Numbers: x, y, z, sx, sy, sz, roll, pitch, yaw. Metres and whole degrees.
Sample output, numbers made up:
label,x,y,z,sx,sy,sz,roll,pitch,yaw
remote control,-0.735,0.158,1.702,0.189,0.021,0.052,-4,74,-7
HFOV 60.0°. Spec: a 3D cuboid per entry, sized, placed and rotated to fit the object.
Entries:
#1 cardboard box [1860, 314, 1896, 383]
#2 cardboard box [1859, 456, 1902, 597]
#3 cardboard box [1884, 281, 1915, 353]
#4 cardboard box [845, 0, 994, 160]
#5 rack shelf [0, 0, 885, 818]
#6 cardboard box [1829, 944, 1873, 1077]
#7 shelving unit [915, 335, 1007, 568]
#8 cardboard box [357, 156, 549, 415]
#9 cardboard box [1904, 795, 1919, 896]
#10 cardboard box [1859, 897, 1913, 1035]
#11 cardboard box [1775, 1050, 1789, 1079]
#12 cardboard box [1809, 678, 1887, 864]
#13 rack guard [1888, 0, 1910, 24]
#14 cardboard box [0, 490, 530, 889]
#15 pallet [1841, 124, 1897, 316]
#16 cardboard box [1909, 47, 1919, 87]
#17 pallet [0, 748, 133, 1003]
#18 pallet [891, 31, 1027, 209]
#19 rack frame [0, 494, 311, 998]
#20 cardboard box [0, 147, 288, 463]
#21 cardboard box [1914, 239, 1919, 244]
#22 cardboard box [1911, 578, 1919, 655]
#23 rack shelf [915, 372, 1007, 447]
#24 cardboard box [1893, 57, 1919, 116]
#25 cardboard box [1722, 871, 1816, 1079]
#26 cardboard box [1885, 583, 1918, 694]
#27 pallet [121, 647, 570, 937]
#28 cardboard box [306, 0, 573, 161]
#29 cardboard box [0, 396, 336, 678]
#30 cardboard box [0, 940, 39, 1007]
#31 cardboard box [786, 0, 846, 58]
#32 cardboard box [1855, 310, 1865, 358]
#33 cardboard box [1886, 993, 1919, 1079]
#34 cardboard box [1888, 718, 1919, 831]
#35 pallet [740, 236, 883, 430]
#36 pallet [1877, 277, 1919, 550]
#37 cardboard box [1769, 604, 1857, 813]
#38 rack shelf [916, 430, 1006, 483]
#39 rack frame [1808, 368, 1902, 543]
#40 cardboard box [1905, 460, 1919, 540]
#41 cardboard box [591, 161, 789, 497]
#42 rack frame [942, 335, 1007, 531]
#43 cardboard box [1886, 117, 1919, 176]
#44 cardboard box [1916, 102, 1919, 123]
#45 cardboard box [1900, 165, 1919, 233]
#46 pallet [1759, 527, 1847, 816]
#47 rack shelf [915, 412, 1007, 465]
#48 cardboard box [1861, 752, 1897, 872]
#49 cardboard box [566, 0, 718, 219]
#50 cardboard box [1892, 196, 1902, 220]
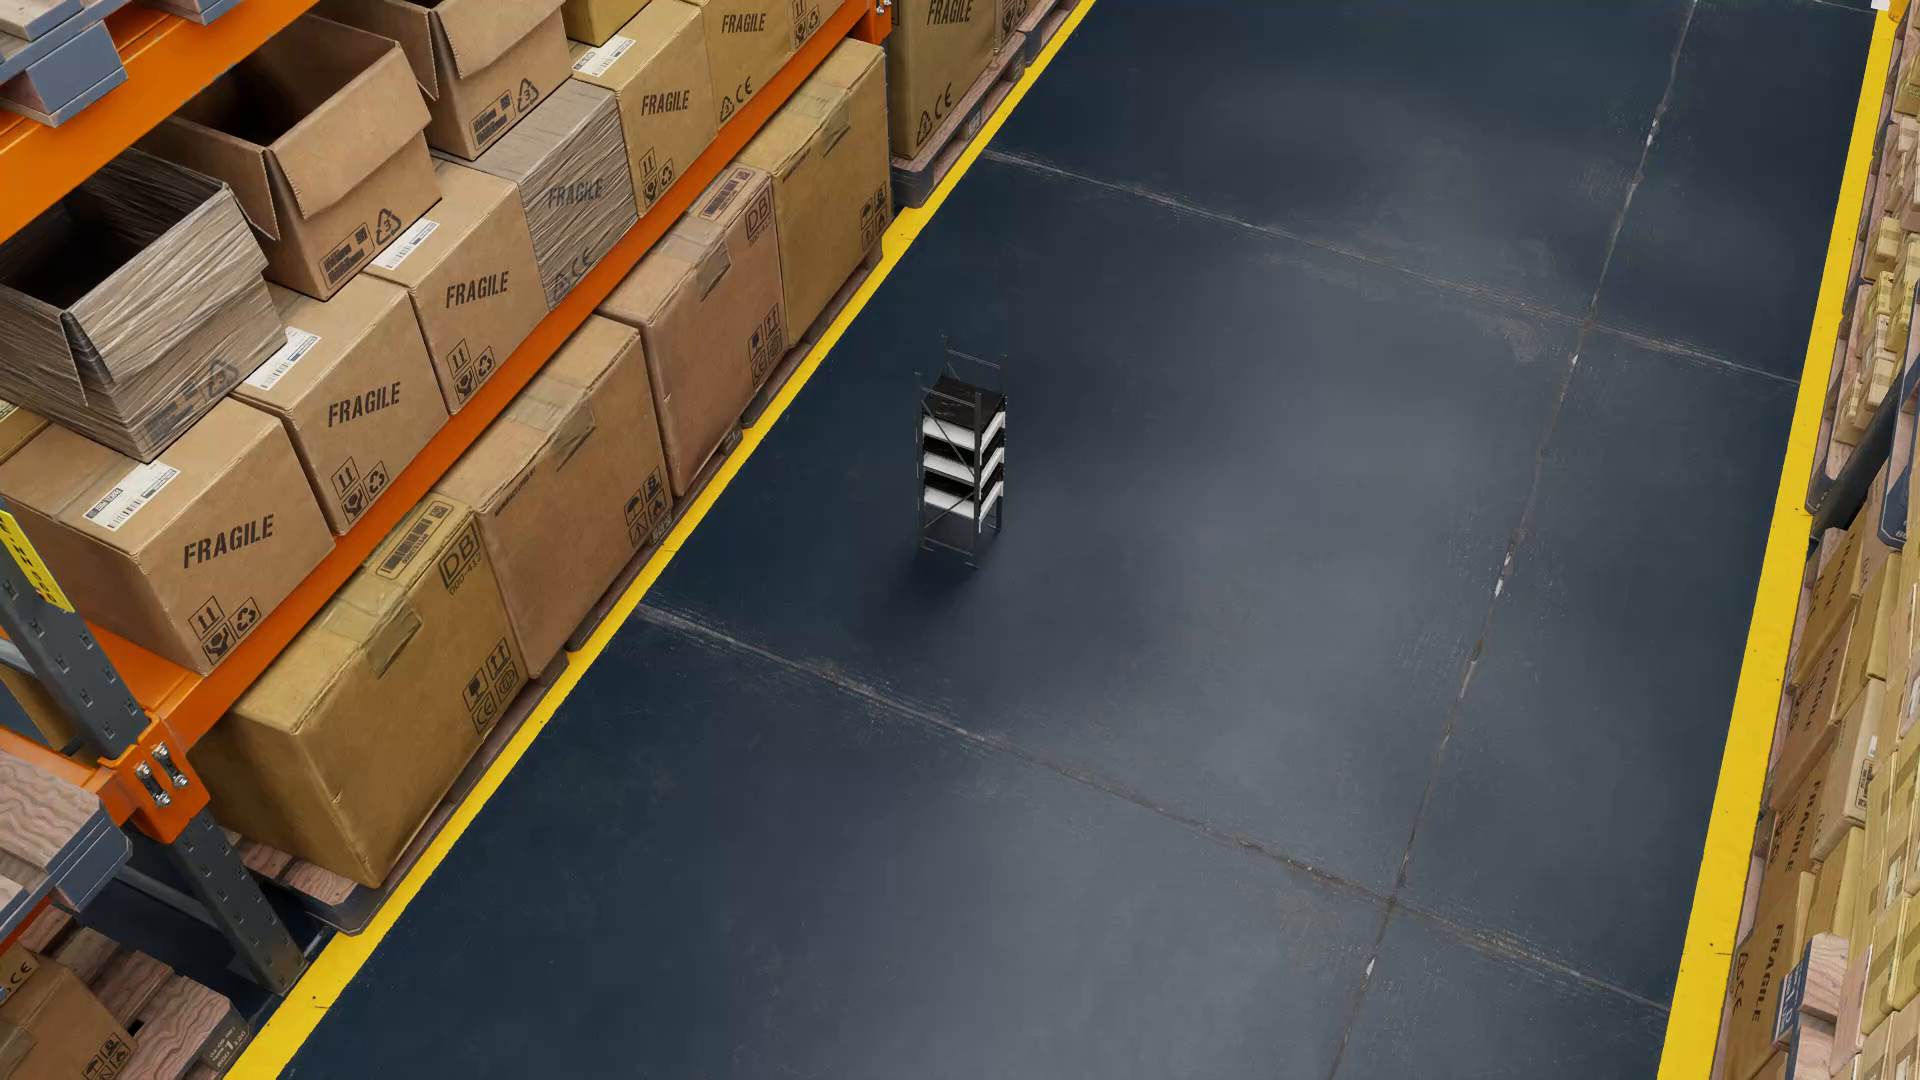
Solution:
label,x,y,z,sx,sy,sz,roll,pitch,yaw
cardboard box,3.619,-0.672,6.253,0.380,0.149,0.250,18,52,14
cardboard box,3.113,0.001,5.153,0.500,0.250,0.500,18,52,15
cardboard box,3.658,-0.776,6.147,0.380,0.149,0.250,20,53,17
cardboard box,-0.419,-2.412,7.452,0.875,0.875,0.875,20,52,16
rack shelf,-1.628,-0.926,5.541,1.077,0.370,4.000,20,52,16
cardboard box,1.971,1.010,3.310,0.380,0.149,0.250,21,53,17
shelving unit,0.003,-0.297,5.912,0.258,0.900,0.210,20,52,16
cardboard box,-1.595,-0.770,4.870,0.500,0.500,0.500,19,52,15
cardboard box,2.086,0.630,3.243,0.380,0.149,0.250,21,53,17
cardboard box,1.981,0.896,3.212,0.380,0.149,0.250,21,53,17
cardboard box,2.220,1.425,3.941,0.500,0.250,0.500,20,53,17
cardboard box,2.666,0.718,4.542,0.500,0.250,0.500,22,53,17
rack guard,5.344,-2.745,8.257,1.175,0.500,0.348,20,52,16
cardboard box,-2.169,0.302,5.143,1.225,0.875,0.875,18,52,14
pallet,4.443,-1.266,7.189,1.003,0.211,1.213,20,52,16
cardboard box,4.520,-2.130,7.493,0.380,0.149,0.250,21,53,17
pallet,-2.691,0.806,3.721,1.213,0.211,1.003,20,52,16
pallet,-0.378,-2.131,7.924,1.003,0.211,1.213,20,52,16
rack frame,-2.482,0.218,4.095,1.000,3.000,0.127,20,52,16
cardboard box,-2.155,-0.637,4.099,0.797,0.503,0.637,21,53,17
cardboard box,3.914,-1.003,6.535,0.380,0.149,0.250,20,53,16
cardboard box,2.417,0.195,3.808,0.380,0.149,0.250,19,52,15
rack shelf,0.003,-0.451,5.732,0.258,0.077,0.200,20,52,16
cardboard box,4.517,-2.042,7.614,0.380,0.149,0.250,20,53,17
cardboard box,2.440,1.312,4.530,0.500,0.500,0.500,18,52,14
cardboard box,2.420,0.287,3.925,0.380,0.149,0.250,18,52,14
pallet,-2.077,0.603,5.598,1.003,0.211,1.213,20,52,16
cardboard box,-1.594,-1.549,4.874,0.797,0.503,0.637,21,53,17
cardboard box,-2.029,-0.060,4.266,0.500,0.500,0.500,21,53,17
cardboard box,-2.742,1.114,4.193,0.500,0.250,0.500,22,53,18
cardboard box,-0.726,-2.158,6.051,0.500,0.500,0.500,20,52,16
cardboard box,3.768,-0.801,6.558,0.380,0.149,0.250,18,52,15
cardboard box,1.863,0.995,2.932,0.380,0.149,0.250,19,52,16
cardboard box,2.197,0.553,3.504,0.380,0.149,0.250,19,52,16
pallet,-1.035,-1.077,7.028,1.003,0.211,1.213,20,52,16
pallet,3.210,-0.312,4.672,1.003,0.211,1.213,20,52,16
cardboard box,2.888,0.609,5.128,0.500,0.500,0.500,22,53,18
rack shelf,0.003,-0.334,5.869,0.258,0.077,0.200,20,52,16
rack frame,3.668,-0.853,5.006,1.000,3.000,0.127,20,52,16
cardboard box,2.644,-0.074,4.233,0.380,0.149,0.250,18,52,15
cardboard box,-1.410,-0.921,6.183,1.225,0.875,0.875,18,52,15
rack frame,0.047,-0.367,5.972,0.240,0.900,0.006,20,52,16
cardboard box,4.310,-1.692,7.317,0.380,0.149,0.250,17,52,14
cardboard box,4.301,-1.849,7.060,0.380,0.149,0.250,21,53,17
cardboard box,3.971,-1.320,6.609,0.380,0.149,0.250,17,52,14
pallet,3.337,0.587,5.612,1.003,0.211,1.213,20,52,16
rack shelf,0.003,-0.392,5.800,0.258,0.077,0.200,20,52,16
cardboard box,2.195,0.654,3.613,0.380,0.149,0.250,18,52,15
cardboard box,-1.161,-1.457,5.455,0.500,0.500,0.500,19,52,16
cardboard box,4.142,-1.316,6.997,0.380,0.149,0.250,21,53,17
